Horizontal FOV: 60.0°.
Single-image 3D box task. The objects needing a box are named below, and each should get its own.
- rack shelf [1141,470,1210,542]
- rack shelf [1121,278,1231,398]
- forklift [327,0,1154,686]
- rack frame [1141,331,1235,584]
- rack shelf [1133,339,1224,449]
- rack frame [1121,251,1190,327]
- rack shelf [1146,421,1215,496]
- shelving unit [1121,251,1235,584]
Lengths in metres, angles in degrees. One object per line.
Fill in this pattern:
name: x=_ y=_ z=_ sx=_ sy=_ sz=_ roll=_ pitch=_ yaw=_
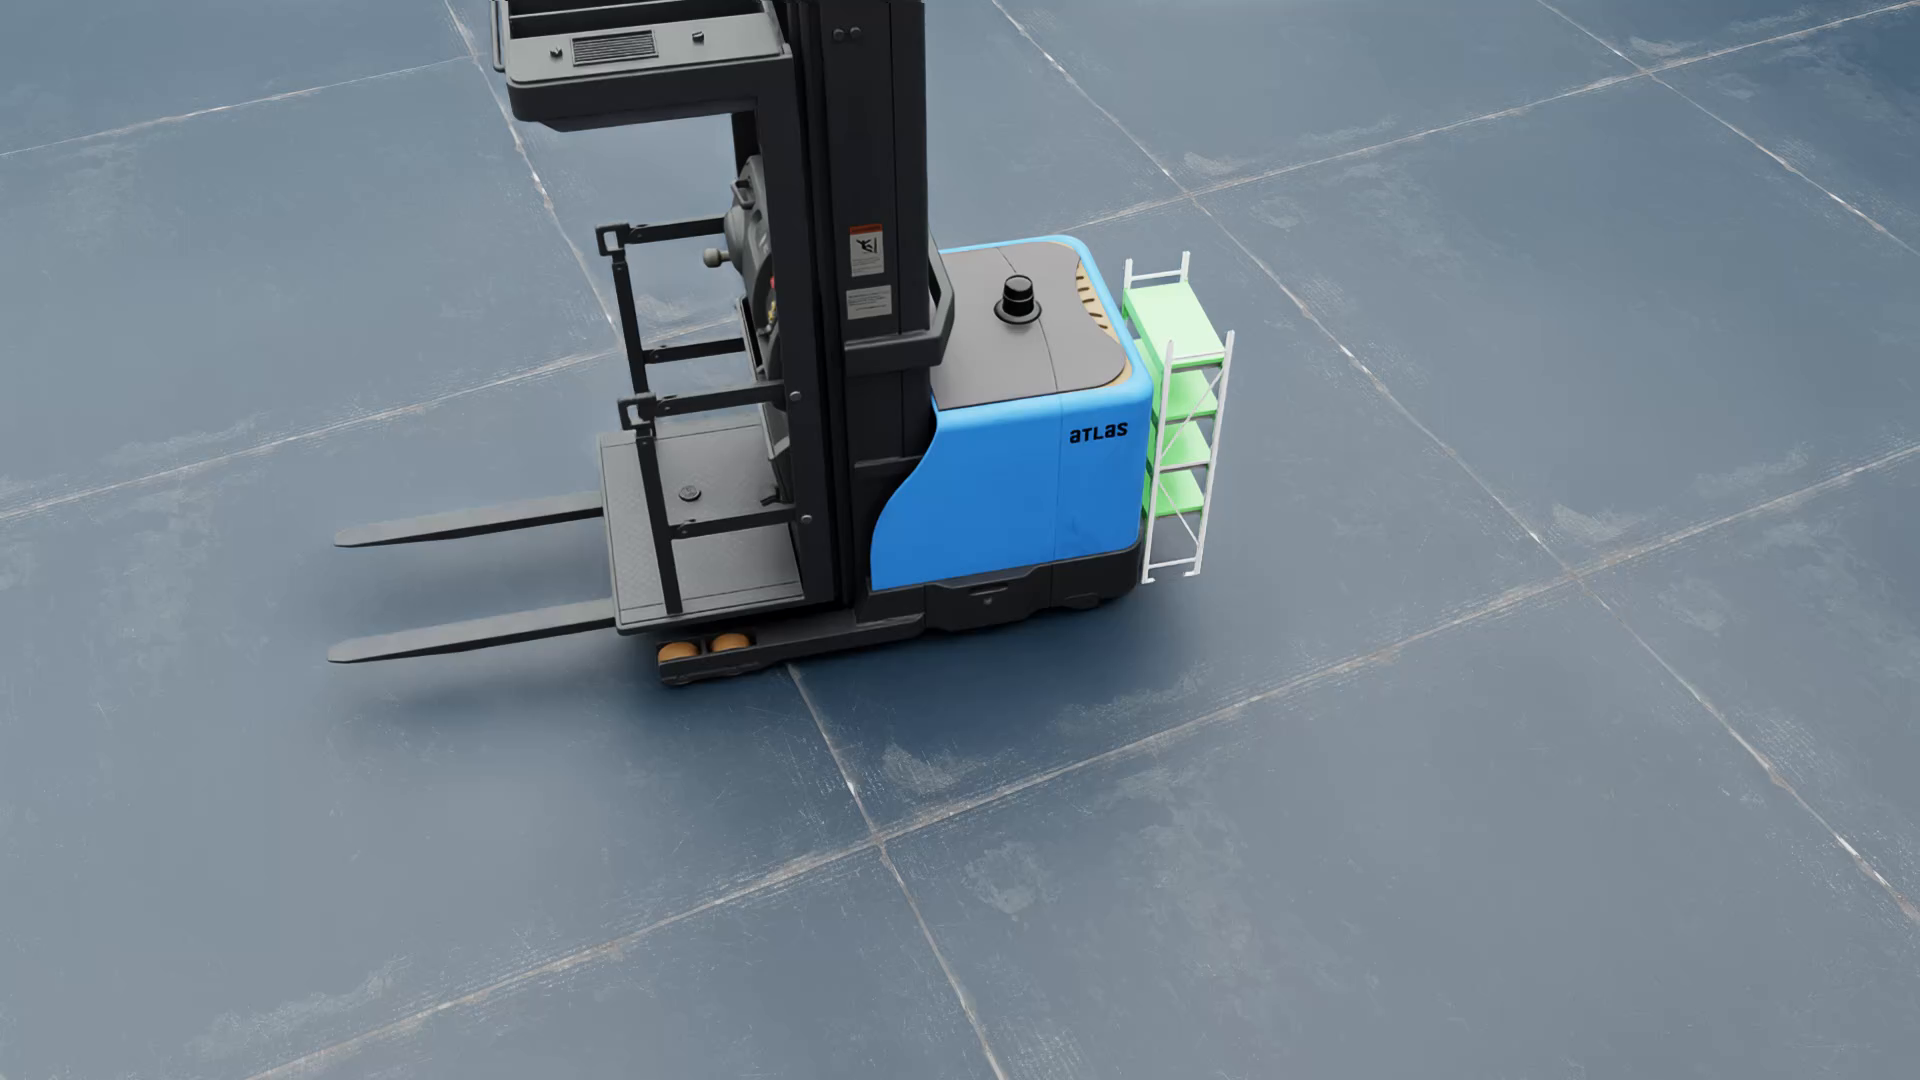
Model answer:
rack shelf: x=0.780 y=-0.228 z=6.560 sx=0.258 sy=0.148 sz=0.480 roll=-9 pitch=45 yaw=-9
rack shelf: x=0.780 y=-0.741 z=6.054 sx=0.258 sy=0.148 sz=0.480 roll=-9 pitch=45 yaw=-9
forklift: x=-0.878 y=-0.914 z=5.589 sx=3.031 sy=2.935 sz=1.130 roll=-9 pitch=45 yaw=-9
rack frame: x=0.834 y=-0.277 z=6.177 sx=0.240 sy=1.200 sz=0.015 roll=-9 pitch=45 yaw=-9
rack shelf: x=0.780 y=-0.570 z=6.222 sx=0.258 sy=0.148 sz=0.480 roll=-9 pitch=45 yaw=-9
rack frame: x=0.725 y=-0.612 z=6.515 sx=0.240 sy=1.200 sz=0.015 roll=-9 pitch=45 yaw=-9
rack shelf: x=0.780 y=-0.399 z=6.391 sx=0.258 sy=0.148 sz=0.480 roll=-9 pitch=45 yaw=-9
shelving unit: x=0.780 y=-0.445 z=6.346 sx=0.258 sy=1.200 sz=0.503 roll=-9 pitch=45 yaw=-9
